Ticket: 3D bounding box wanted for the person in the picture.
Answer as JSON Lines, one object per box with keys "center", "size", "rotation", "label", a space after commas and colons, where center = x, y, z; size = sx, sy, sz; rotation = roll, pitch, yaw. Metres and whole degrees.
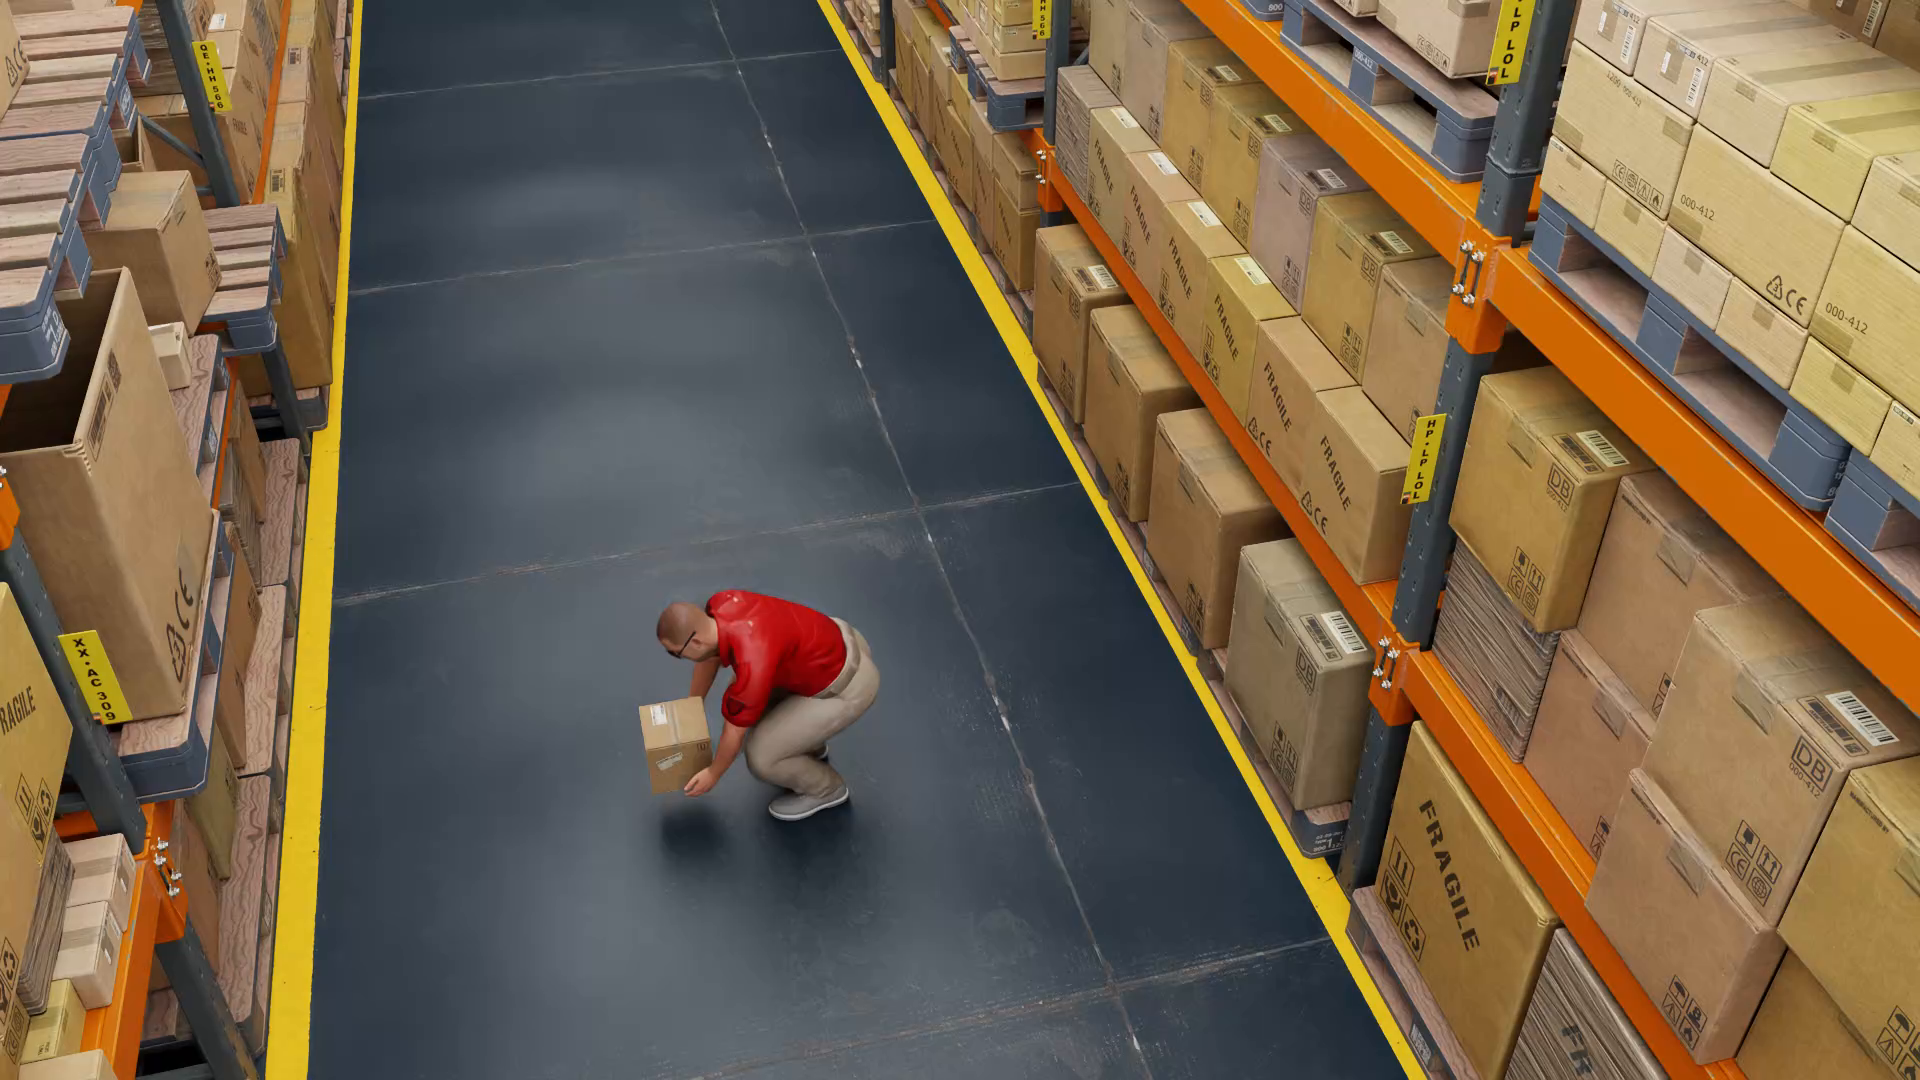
{"center": [-0.732, 0.605, 6.479], "size": [0.844, 1.085, 0.568], "rotation": [-9, 39, -12], "label": "person"}
